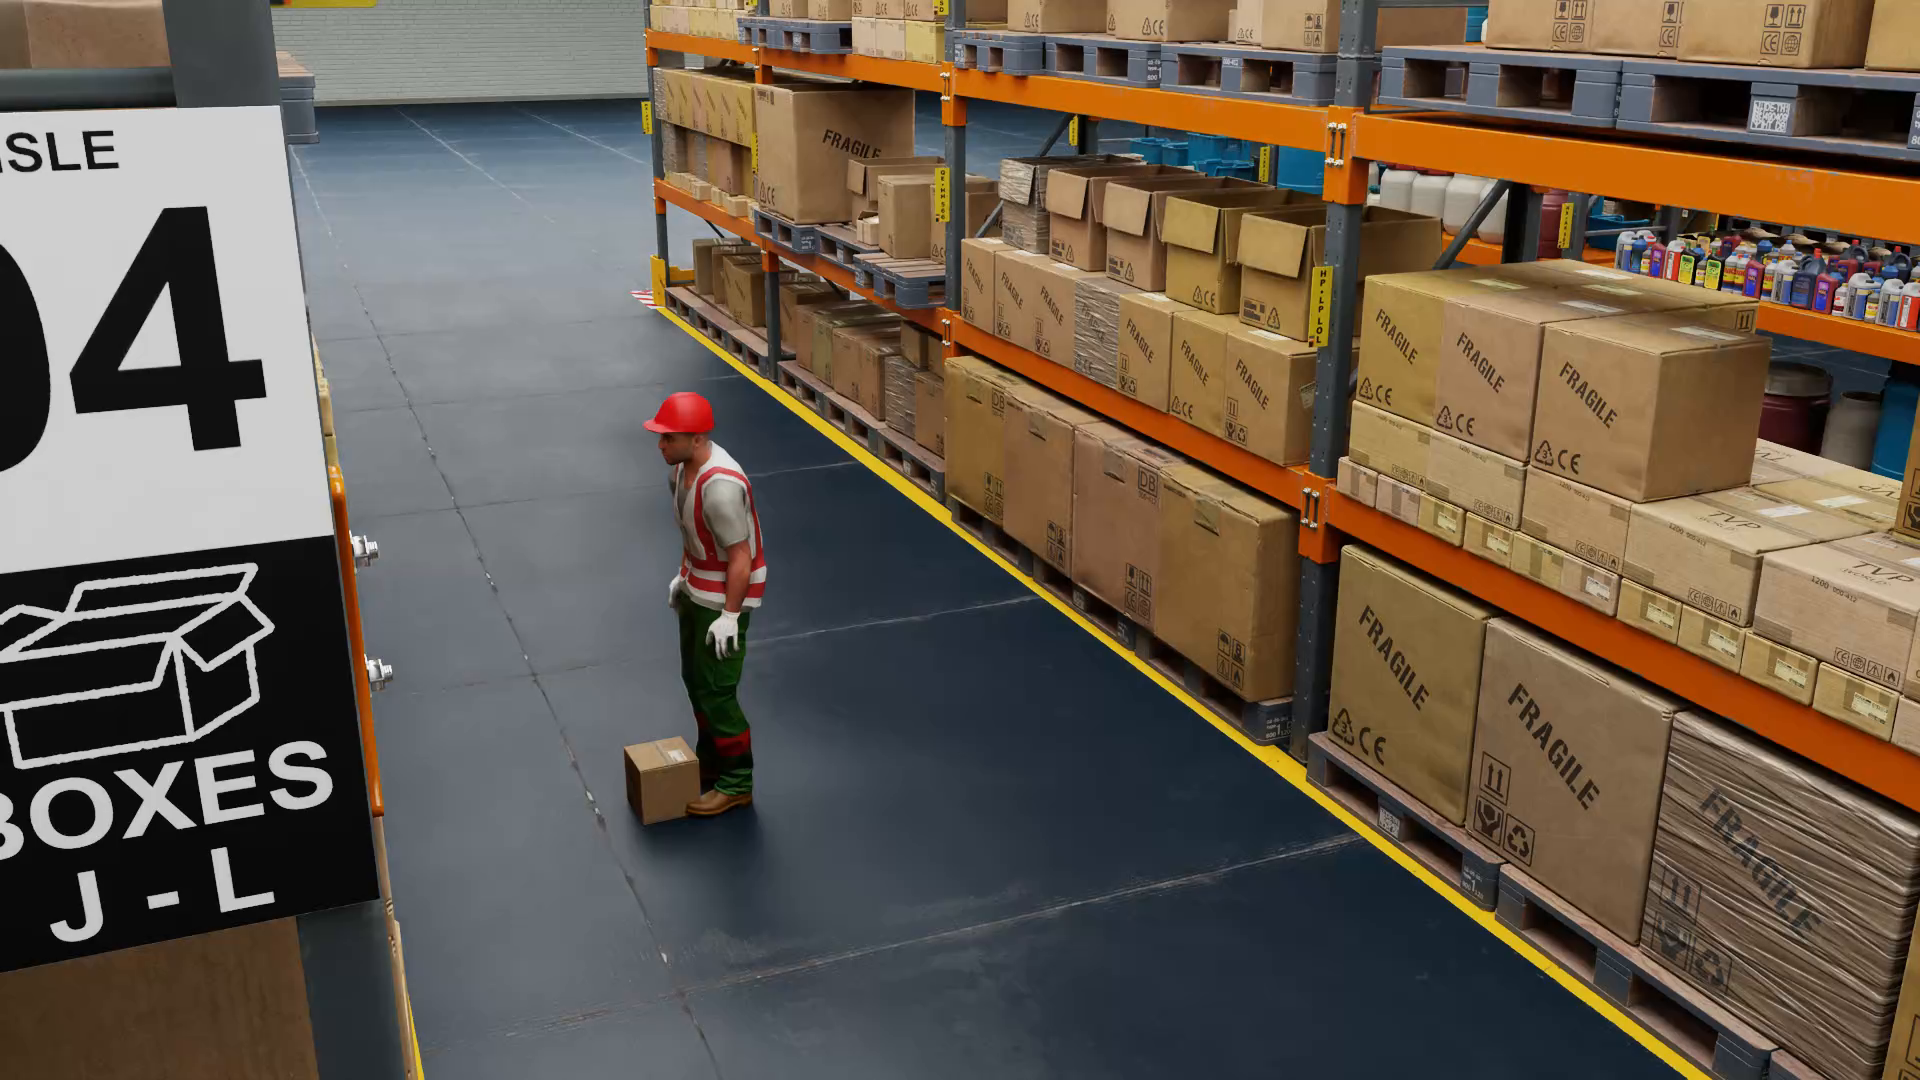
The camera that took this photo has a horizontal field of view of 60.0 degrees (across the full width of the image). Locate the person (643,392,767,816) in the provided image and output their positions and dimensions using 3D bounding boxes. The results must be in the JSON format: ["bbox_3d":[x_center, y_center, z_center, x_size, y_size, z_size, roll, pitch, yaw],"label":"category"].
[{"bbox_3d":[-1.034,0.253,6.792,0.453,1.778,0.615,-9,21,-25],"label":"person"}]
